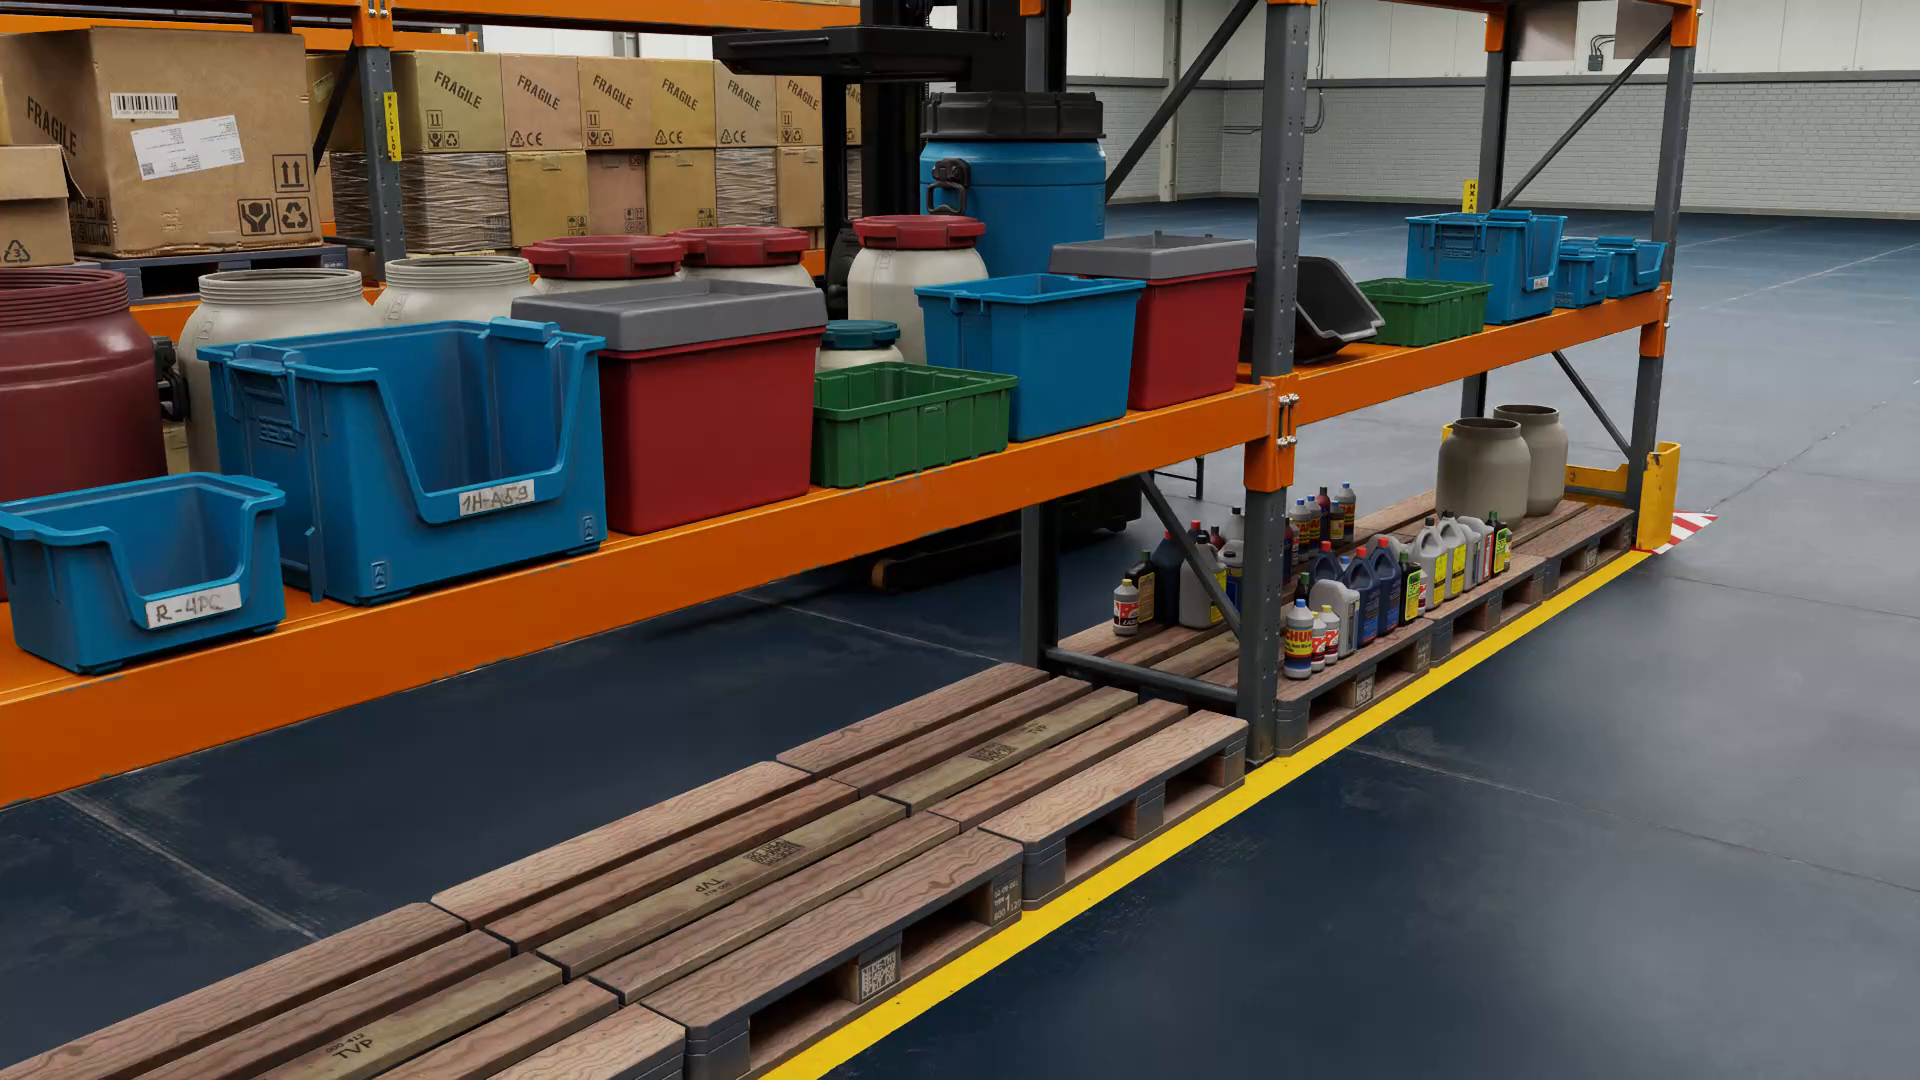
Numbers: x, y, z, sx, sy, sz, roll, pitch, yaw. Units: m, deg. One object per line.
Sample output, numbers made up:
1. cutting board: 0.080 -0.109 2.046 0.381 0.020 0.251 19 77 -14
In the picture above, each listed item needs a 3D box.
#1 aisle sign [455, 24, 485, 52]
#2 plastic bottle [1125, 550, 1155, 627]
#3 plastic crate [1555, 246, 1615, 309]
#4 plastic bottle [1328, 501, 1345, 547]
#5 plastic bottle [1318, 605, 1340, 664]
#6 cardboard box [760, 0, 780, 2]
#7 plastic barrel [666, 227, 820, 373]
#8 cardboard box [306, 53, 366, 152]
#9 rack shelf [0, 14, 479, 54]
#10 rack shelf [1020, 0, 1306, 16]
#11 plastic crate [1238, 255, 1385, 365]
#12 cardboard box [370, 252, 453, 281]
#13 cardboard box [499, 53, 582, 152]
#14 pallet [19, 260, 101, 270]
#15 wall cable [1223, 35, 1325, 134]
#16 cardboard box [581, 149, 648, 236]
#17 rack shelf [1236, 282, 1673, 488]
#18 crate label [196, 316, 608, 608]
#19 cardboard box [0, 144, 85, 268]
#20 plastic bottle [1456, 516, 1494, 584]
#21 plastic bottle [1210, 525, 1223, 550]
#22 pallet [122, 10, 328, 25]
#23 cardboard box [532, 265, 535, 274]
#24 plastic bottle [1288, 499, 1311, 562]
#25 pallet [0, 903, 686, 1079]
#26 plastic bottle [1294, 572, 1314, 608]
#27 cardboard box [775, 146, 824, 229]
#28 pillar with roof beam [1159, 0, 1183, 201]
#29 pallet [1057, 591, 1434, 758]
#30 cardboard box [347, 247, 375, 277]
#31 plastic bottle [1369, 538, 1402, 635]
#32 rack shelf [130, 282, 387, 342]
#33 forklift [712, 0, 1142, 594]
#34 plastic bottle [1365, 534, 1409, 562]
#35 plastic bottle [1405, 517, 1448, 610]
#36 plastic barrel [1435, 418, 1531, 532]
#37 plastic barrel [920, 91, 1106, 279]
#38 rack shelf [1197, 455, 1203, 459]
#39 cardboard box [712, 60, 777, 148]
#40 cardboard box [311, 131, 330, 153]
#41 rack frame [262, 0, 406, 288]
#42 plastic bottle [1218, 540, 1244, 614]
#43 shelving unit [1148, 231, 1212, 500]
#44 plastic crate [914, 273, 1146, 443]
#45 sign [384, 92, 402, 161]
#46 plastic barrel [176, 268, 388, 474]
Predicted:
1. aisle sign: -4.207 -4.321 14.261 0.394 0.787 0.004 11 18 38
2. plastic bottle: 0.694 0.186 6.424 0.061 0.283 0.133 12 19 40
3. plastic crate: 2.668 -1.203 7.568 0.499 0.251 0.408 11 18 38
4. plastic bottle: 1.715 -0.079 7.631 0.097 0.201 0.097 0 14 0
5. plastic bottle: 1.317 0.336 5.997 0.097 0.201 0.097 0 14 0
6. cardboard box: -1.436 -3.364 9.984 0.500 0.250 0.500 12 18 39
7. plastic barrel: -0.585 -0.551 4.422 0.433 0.535 0.433 0 14 0
8. cardboard box: -3.136 -2.347 8.932 0.500 0.500 0.500 11 18 38
9. rack shelf: -5.742 -3.816 12.922 1.077 0.370 4.000 11 18 38
10. rack shelf: -0.609 -1.497 3.791 1.077 0.370 4.000 11 18 38
11. plastic crate: 1.076 -0.825 5.905 0.767 0.338 0.504 11 18 38
12. cardboard box: -2.835 -1.414 8.607 0.380 0.149 0.250 11 18 38
13. cardboard box: -2.411 -2.361 8.987 0.500 0.500 0.500 11 18 38
14. pallet: -4.506 -1.067 7.122 1.003 0.211 1.213 11 18 38
15. wall cable: 8.335 -12.122 44.369 3.097 2.526 0.112 11 18 38
16. cardboard box: -2.296 -2.012 9.643 0.875 0.500 0.500 11 18 38
17. rack shelf: 1.905 -0.809 7.176 1.077 0.370 4.000 11 18 38
18. crate label: -1.031 -0.174 3.144 0.502 0.435 0.616 11 18 38
19. cardboard box: -4.222 -1.448 7.169 0.797 0.503 0.637 14 20 43
20. plastic bottle: 2.169 0.030 7.052 0.152 0.276 0.135 11 18 38
21. plastic bottle: 1.019 0.086 6.814 0.061 0.283 0.133 13 19 41
22. pallet: -5.709 -4.126 12.862 1.003 0.211 1.213 11 18 38
23. cardboard box: -2.383 -1.561 9.187 0.380 0.149 0.250 11 18 38
24. plastic bottle: 1.502 -0.048 7.366 0.097 0.271 0.097 0 14 0
25. pallet: -1.349 1.201 3.468 1.003 0.211 1.213 11 18 38
26. plastic bottle: 1.288 0.253 6.158 0.061 0.283 0.133 11 18 38
27. cardboard box: -1.278 -2.284 10.716 0.875 0.500 0.500 11 18 38
28. pillar with roof beam: 8.803 -12.601 39.949 9.100 9.000 0.400 11 18 38
29. pallet: 1.102 0.455 6.404 1.003 0.211 1.213 11 18 38
30. cardboard box: -3.298 -1.506 8.969 0.380 0.149 0.250 11 18 38
31. plastic bottle: 1.597 0.170 6.350 0.144 0.351 0.185 10 18 35
32. rack shelf: -4.461 -0.809 7.178 1.077 0.370 4.000 11 18 38
33. forklift: -0.459 -1.315 7.846 3.031 2.935 1.130 -13 19 -41
34. plastic bottle: 1.733 0.106 6.751 0.152 0.276 0.135 11 18 38
35. plastic bottle: 1.864 0.088 6.670 0.144 0.351 0.185 11 18 37
36. plastic barrel: 2.493 -0.305 7.929 0.421 0.512 0.421 0 14 0
37. plastic barrel: 0.169 -0.990 5.411 0.600 0.901 0.708 11 18 38
38. rack shelf: 0.983 -0.619 9.338 0.720 0.370 0.431 -13 19 -41
39. cardboard box: -1.470 -2.649 10.119 0.500 0.500 0.500 11 18 38
40. cardboard box: -5.480 -3.419 13.492 0.875 0.550 0.550 11 18 38
41. rack frame: -3.204 -1.541 8.597 1.000 3.000 0.127 11 18 38
42. plastic bottle: 1.080 0.146 6.595 0.152 0.276 0.135 11 18 38
43. shelving unit: 0.983 -0.935 9.258 0.755 1.500 0.431 -13 19 -41
44. plastic crate: 0.197 -0.507 4.561 0.392 0.384 0.575 11 18 38
45. sign: -2.771 -2.017 8.119 0.100 0.325 0.005 11 18 38
46. plastic barrel: -1.386 -0.293 3.456 0.421 0.512 0.421 0 14 0
